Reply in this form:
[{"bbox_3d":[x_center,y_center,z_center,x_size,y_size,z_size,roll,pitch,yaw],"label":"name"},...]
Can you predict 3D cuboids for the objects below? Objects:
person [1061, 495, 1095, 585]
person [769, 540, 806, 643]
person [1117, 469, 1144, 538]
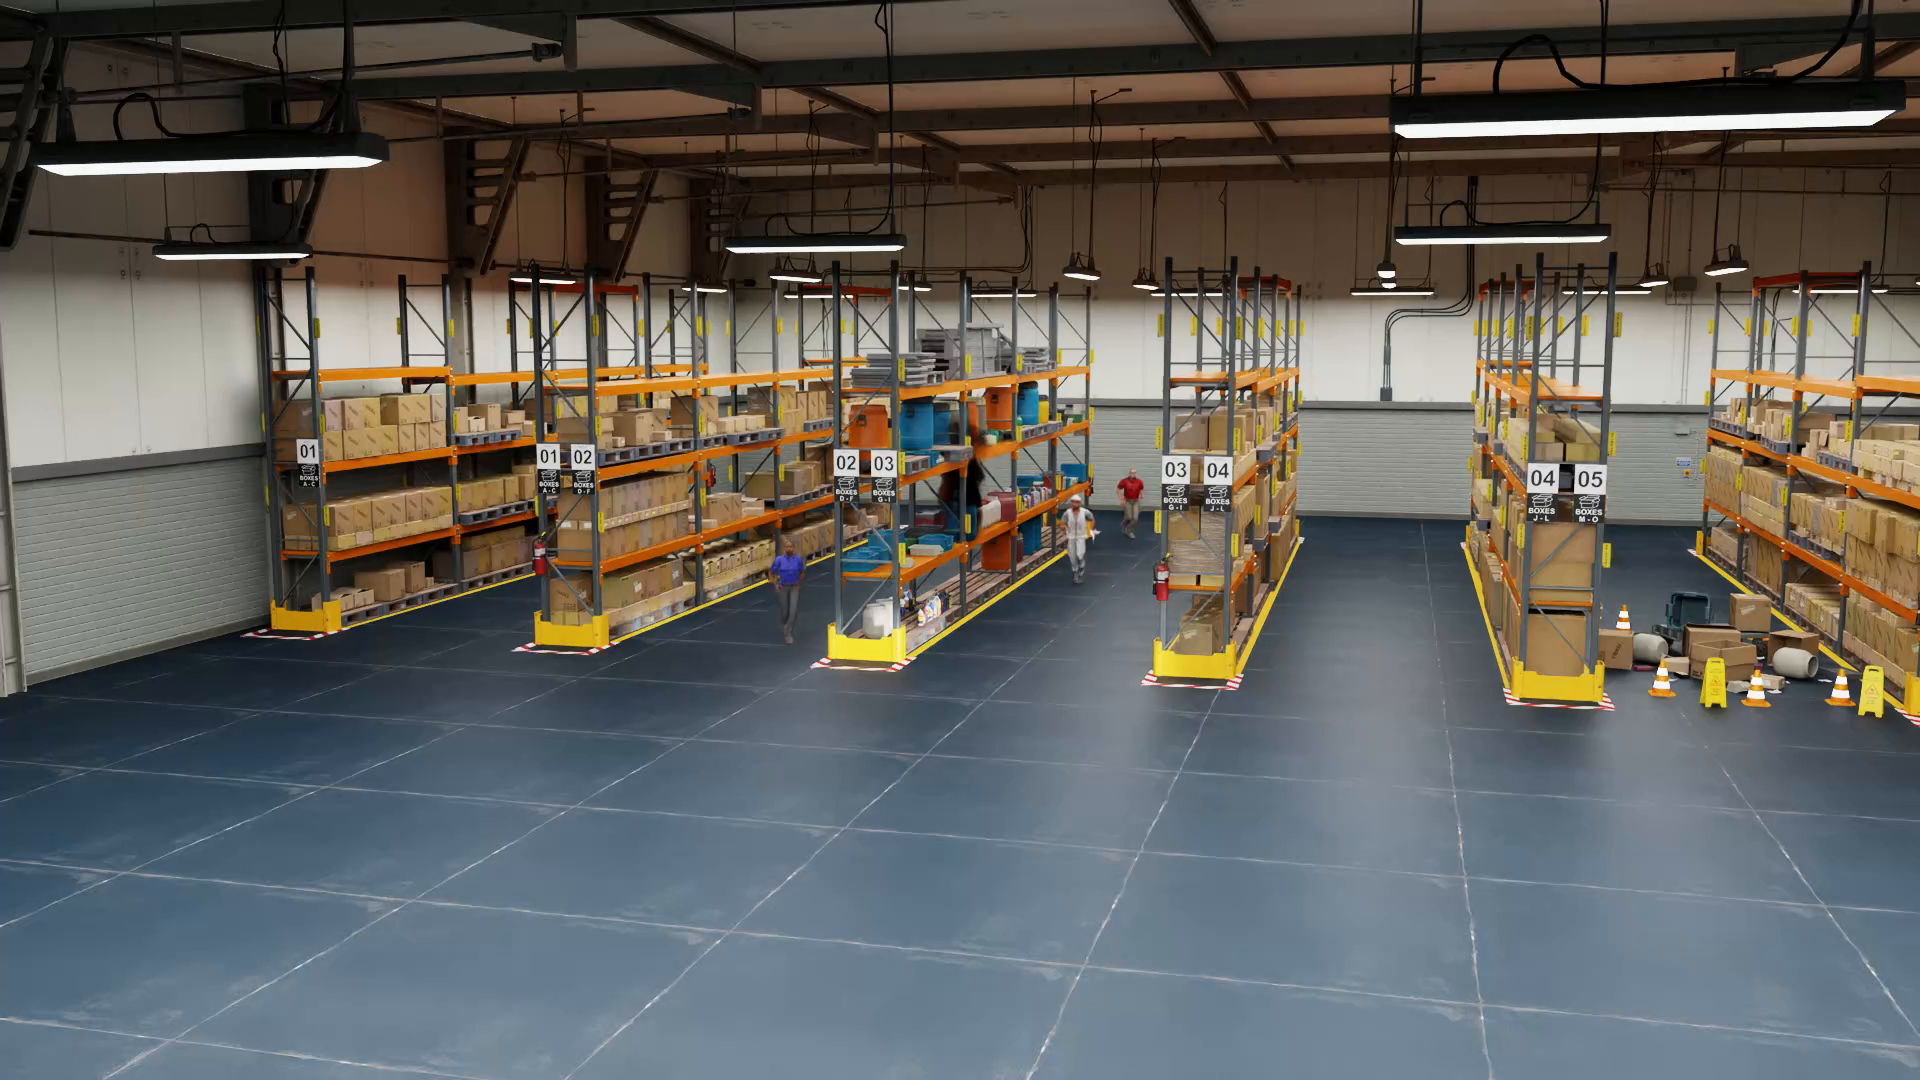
[{"bbox_3d":[2.289,-0.003,32.508,0.649,1.766,0.773,2,7,14],"label":"person"},{"bbox_3d":[-2.747,0.794,26.402,0.577,1.610,0.681,-2,8,-15],"label":"person"},{"bbox_3d":[4.119,-0.892,40.046,0.676,1.677,0.664,-2,7,-13],"label":"person"}]
